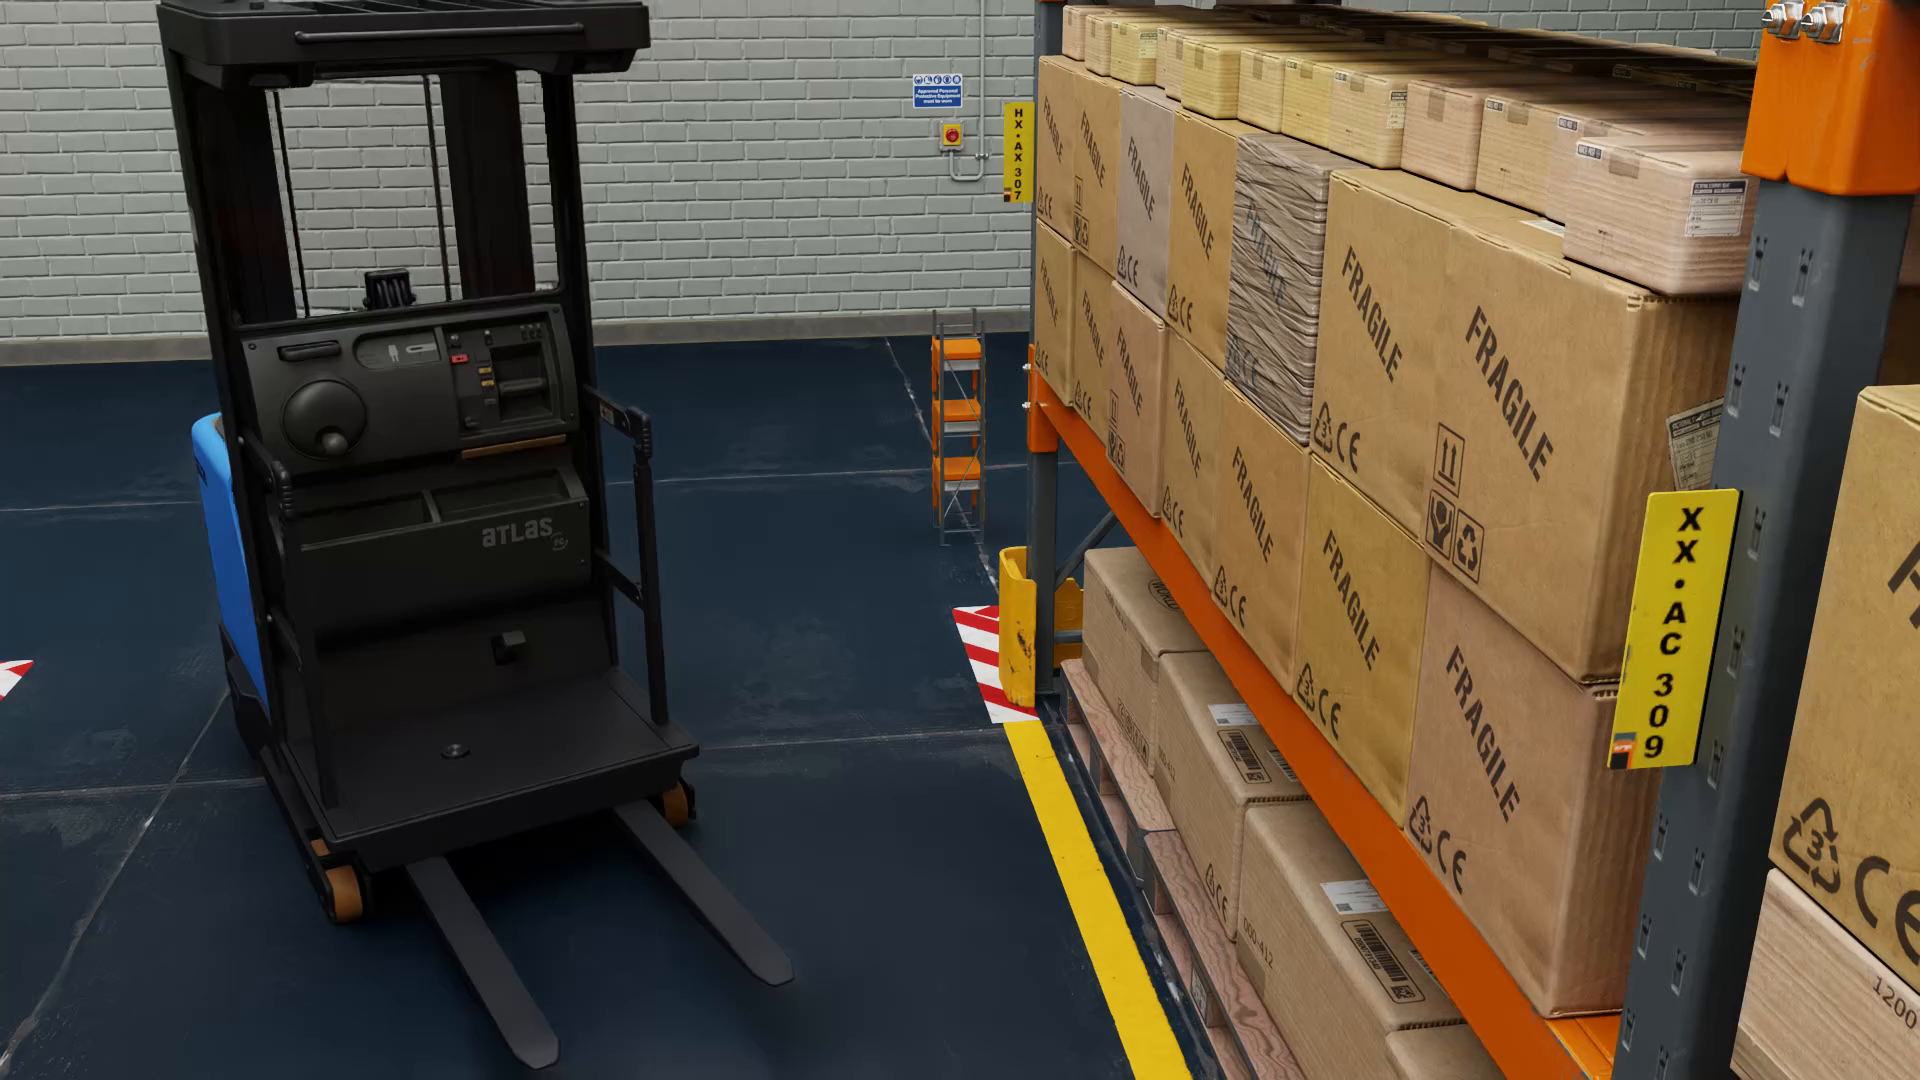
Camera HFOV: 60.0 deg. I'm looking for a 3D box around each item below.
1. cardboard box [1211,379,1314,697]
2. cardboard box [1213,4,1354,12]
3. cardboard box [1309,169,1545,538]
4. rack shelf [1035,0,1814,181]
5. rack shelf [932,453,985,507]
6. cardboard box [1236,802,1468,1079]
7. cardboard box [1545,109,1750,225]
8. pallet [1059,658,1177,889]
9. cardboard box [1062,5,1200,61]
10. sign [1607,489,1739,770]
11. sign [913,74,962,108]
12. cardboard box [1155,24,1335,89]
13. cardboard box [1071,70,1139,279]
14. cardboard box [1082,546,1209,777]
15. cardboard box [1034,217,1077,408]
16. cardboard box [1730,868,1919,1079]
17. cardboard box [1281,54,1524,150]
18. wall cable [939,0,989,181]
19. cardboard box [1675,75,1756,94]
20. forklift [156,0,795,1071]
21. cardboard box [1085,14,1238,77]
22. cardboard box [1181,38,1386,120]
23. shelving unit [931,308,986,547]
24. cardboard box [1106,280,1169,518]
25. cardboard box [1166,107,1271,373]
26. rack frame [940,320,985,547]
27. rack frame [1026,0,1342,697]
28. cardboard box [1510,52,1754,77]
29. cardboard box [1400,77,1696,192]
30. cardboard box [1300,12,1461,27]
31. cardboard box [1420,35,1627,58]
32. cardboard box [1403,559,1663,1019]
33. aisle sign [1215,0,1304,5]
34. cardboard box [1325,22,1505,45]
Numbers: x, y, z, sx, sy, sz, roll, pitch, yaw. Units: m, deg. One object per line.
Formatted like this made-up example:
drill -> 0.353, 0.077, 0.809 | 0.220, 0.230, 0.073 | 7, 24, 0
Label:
cardboard box -> 0.835, -0.030, 3.367 | 0.500, 0.500, 0.500 | -3, 21, -9
cardboard box -> 0.995, -1.574, 5.145 | 0.380, 0.149, 0.250 | -3, 21, -7
cardboard box -> 0.915, -0.325, 2.728 | 0.500, 0.500, 0.500 | -3, 21, -9
rack shelf -> 1.034, -1.245, 3.504 | 1.077, 0.370, 4.000 | -3, 21, -8
rack shelf -> -0.008, -0.240, 7.683 | 0.215, 0.259, 0.240 | -3, 21, -8
cardboard box -> 1.208, 0.986, 3.850 | 0.875, 0.438, 0.875 | -4, 21, -9
cardboard box -> 1.032, -0.491, 2.245 | 0.380, 0.149, 0.250 | -2, 21, -6
pallet -> 0.938, 0.710, 5.514 | 1.003, 0.211, 1.213 | -3, 21, -8
cardboard box -> 0.523, -1.552, 5.085 | 0.380, 0.149, 0.250 | -2, 21, -7
sign -> 0.773, 0.101, 1.807 | 0.100, 0.325, 0.005 | -3, 21, -8
sign -> -0.147, -2.966, 10.984 | 0.327, 0.218, 0.001 | -3, 21, -8
cardboard box -> 0.701, -1.190, 4.117 | 0.380, 0.149, 0.250 | -3, 21, -7
cardboard box -> 0.614, -1.026, 4.603 | 0.500, 0.500, 0.500 | -3, 21, -9
cardboard box -> 0.939, 0.358, 5.533 | 0.875, 0.438, 0.875 | -4, 21, -10
cardboard box -> 0.530, -0.736, 5.256 | 0.500, 0.500, 0.500 | -3, 21, -8
cardboard box -> 1.106, 0.518, 1.542 | 0.500, 0.250, 0.500 | -4, 21, -9
cardboard box -> 0.841, -0.840, 3.179 | 0.380, 0.149, 0.250 | -3, 21, -9
wall cable -> -0.091, -3.311, 10.798 | 0.585, 1.953, 0.123 | -3, 21, -8
cardboard box -> 1.427, -0.689, 2.776 | 0.380, 0.149, 0.250 | -3, 21, -8
forklift -> -1.494, -0.458, 4.755 | 1.130, 2.935, 3.031 | -12, 24, -30
cardboard box -> 0.555, -1.369, 4.595 | 0.380, 0.149, 0.250 | -2, 21, -6
cardboard box -> 0.704, -1.013, 3.641 | 0.380, 0.149, 0.250 | -3, 21, -9
shelving unit -> -0.008, -0.510, 7.582 | 0.215, 1.050, 0.252 | -3, 21, -8
cardboard box -> 0.686, -0.385, 4.317 | 0.500, 0.500, 0.500 | -3, 21, -8
cardboard box -> 0.769, -0.675, 3.665 | 0.500, 0.500, 0.500 | -3, 21, -8
rack frame -> 0.010, -0.468, 7.469 | 0.200, 1.050, 0.008 | -3, 21, -8
rack frame -> 0.745, -0.869, 5.757 | 1.000, 3.000, 0.127 | -3, 21, -8
cardboard box -> 1.299, -0.866, 3.248 | 0.380, 0.149, 0.250 | -3, 21, -8
cardboard box -> 0.951, -0.665, 2.709 | 0.380, 0.149, 0.250 | -3, 21, -8
cardboard box -> 1.176, -1.403, 4.685 | 0.380, 0.149, 0.250 | -3, 21, -8
cardboard box -> 1.253, -1.044, 3.724 | 0.380, 0.149, 0.250 | -2, 21, -6
cardboard box -> 1.002, 0.321, 2.427 | 0.500, 0.500, 0.500 | -3, 21, -7
aisle sign -> 1.042, -2.128, 5.411 | 0.394, 0.787, 0.004 | -3, 21, -8
cardboard box -> 1.139, -1.219, 4.194 | 0.380, 0.149, 0.250 | -3, 21, -8
